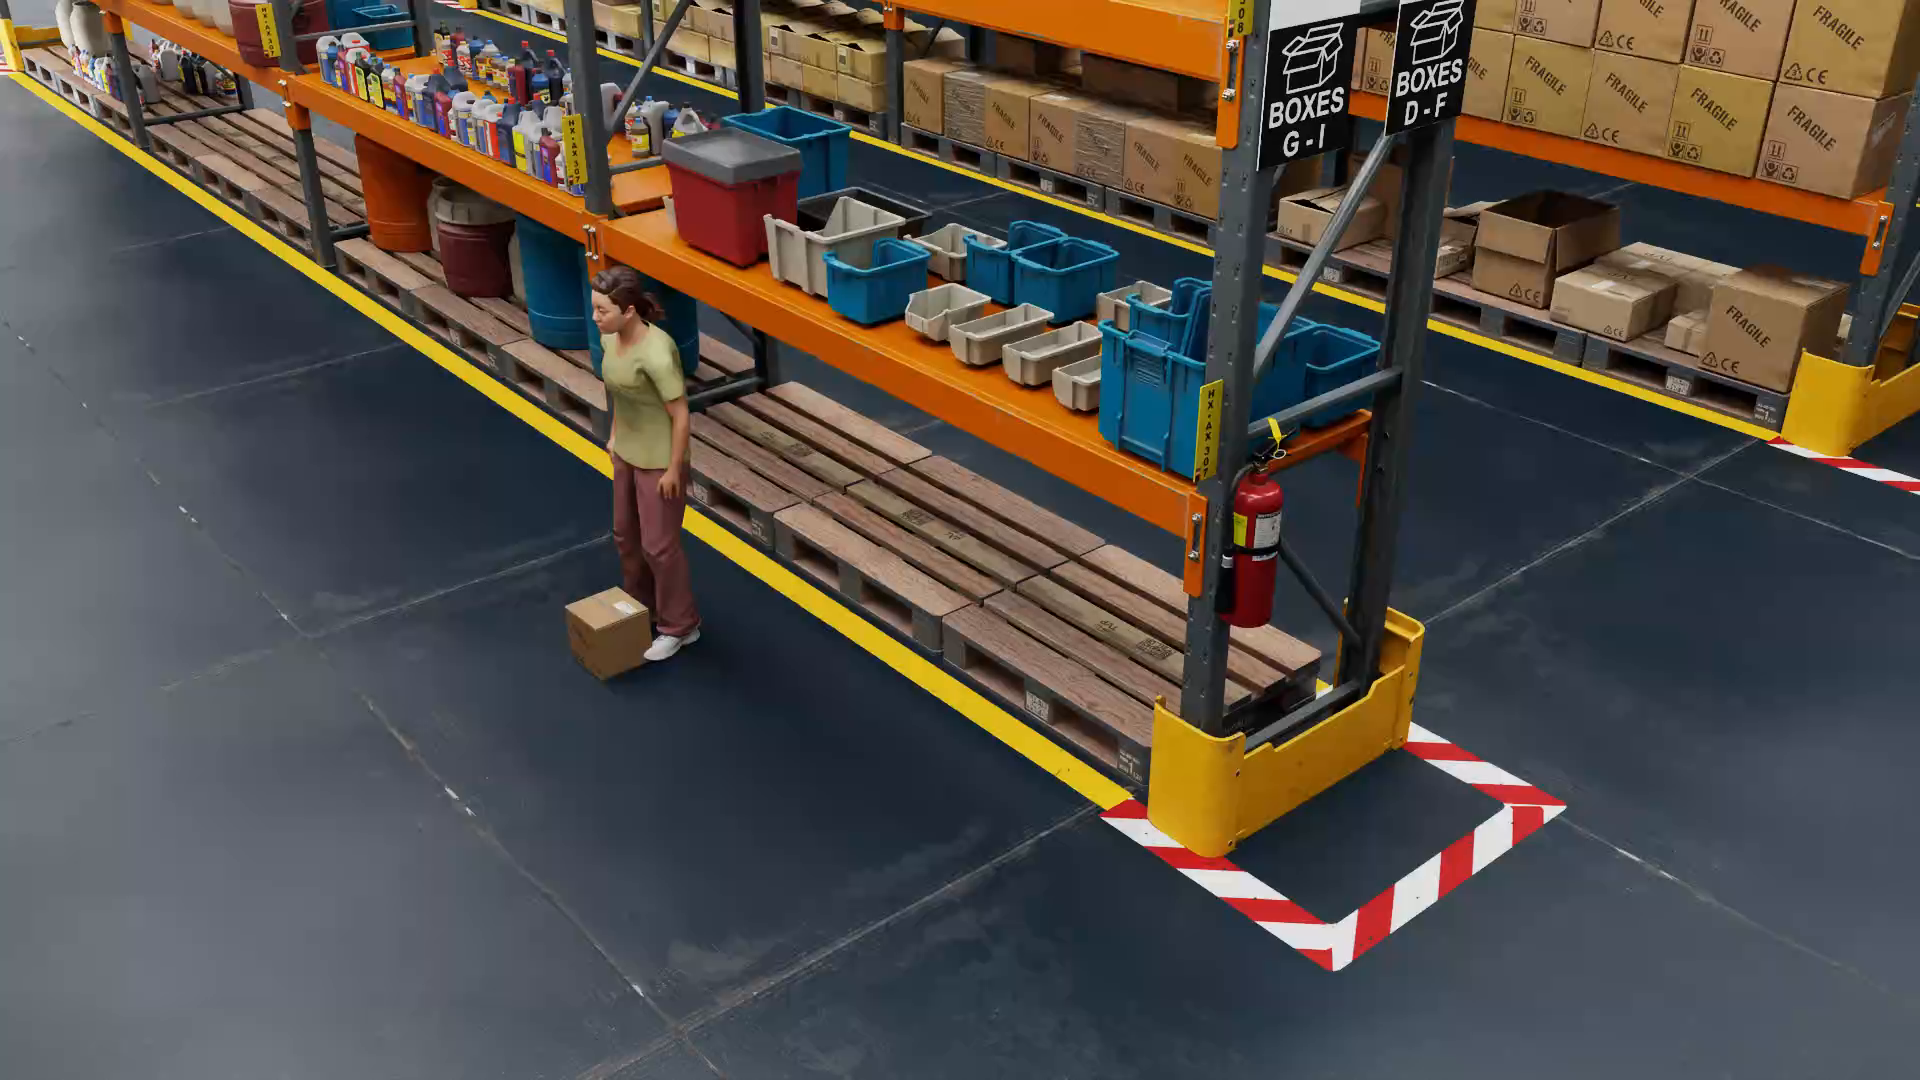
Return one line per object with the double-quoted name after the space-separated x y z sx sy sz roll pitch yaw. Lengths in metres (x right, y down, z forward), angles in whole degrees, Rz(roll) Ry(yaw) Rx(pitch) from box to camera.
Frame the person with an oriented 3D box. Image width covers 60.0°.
-1.273 -0.319 6.716 0.354 1.673 0.499 -22 35 -35 "person"
